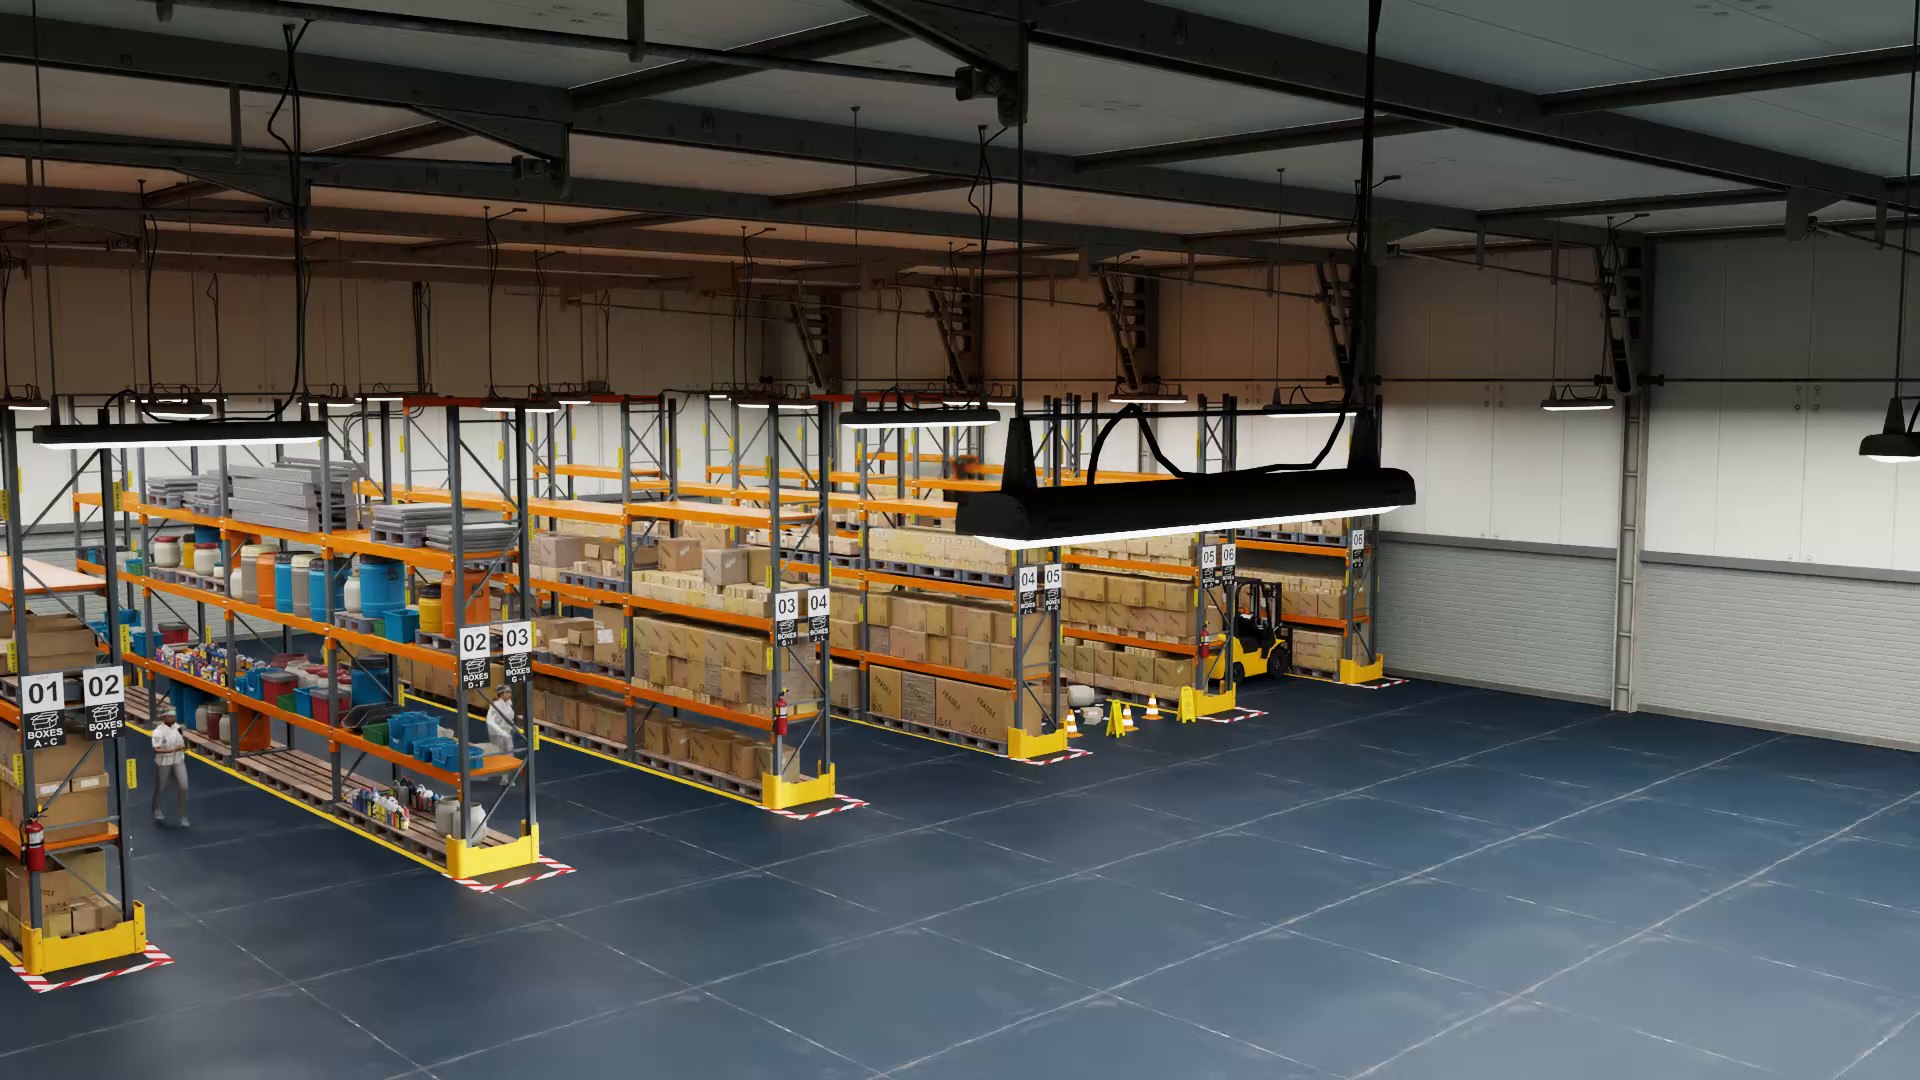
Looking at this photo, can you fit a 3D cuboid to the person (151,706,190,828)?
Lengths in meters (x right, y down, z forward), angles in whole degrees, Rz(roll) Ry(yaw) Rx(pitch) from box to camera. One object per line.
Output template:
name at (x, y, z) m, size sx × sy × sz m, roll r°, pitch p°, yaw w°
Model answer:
person at (-11.239, 3.208, 23.623) m, size 0.848 × 1.748 × 0.517 m, roll 4°, pitch 7°, yaw 39°

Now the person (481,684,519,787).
person at (-7.233, 3.023, 25.898) m, size 0.698 × 1.634 × 0.613 m, roll 3°, pitch 6°, yaw 24°

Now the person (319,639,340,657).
person at (-14.193, 1.858, 37.696) m, size 0.744 × 1.700 × 0.618 m, roll 0°, pitch 6°, yaw 0°
